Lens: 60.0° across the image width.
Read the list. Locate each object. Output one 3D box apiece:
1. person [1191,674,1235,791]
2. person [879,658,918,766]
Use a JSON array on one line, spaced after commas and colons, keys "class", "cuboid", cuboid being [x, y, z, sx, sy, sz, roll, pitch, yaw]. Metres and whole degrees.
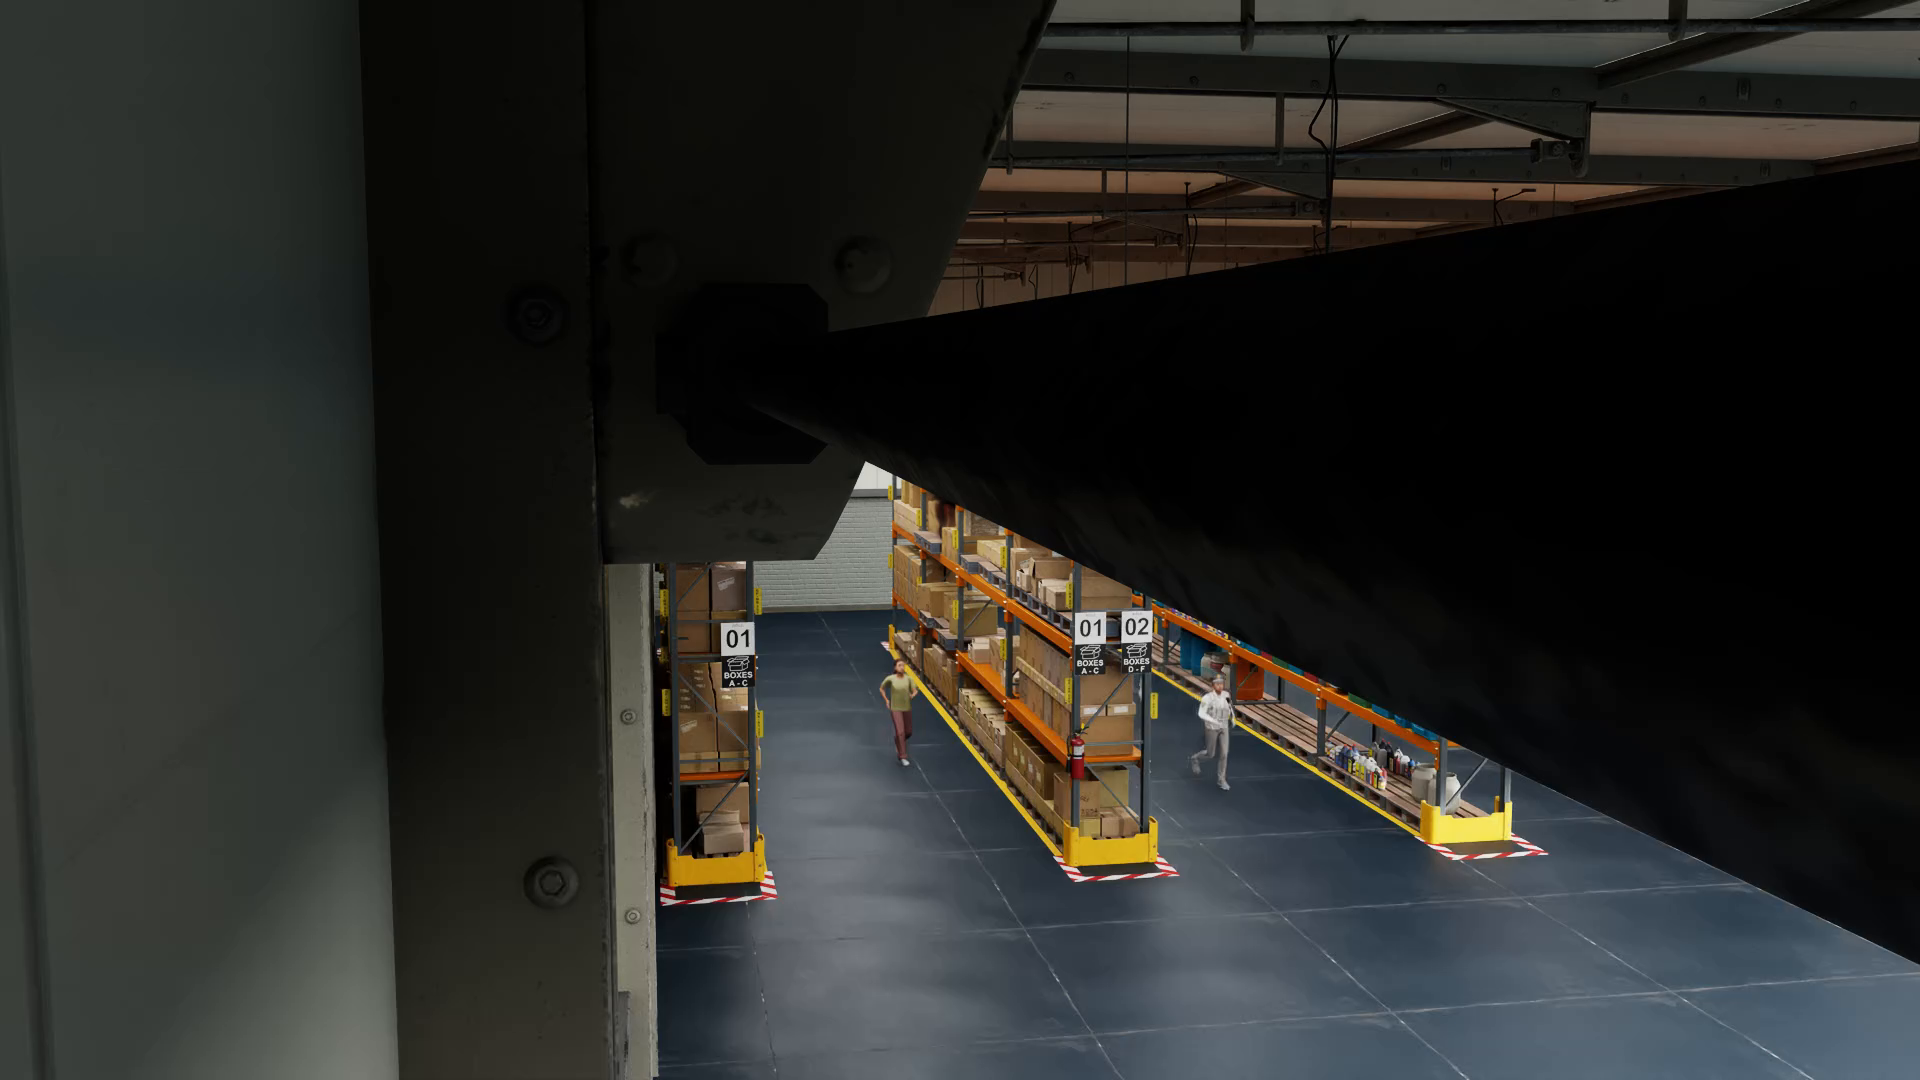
[{"class": "person", "cuboid": [3.818, 2.821, 24.848, 0.625, 1.702, 0.859, -2, 7, -20]}, {"class": "person", "cuboid": [-0.950, 2.677, 26.218, 0.589, 1.641, 0.875, -2, 7, -20]}]
